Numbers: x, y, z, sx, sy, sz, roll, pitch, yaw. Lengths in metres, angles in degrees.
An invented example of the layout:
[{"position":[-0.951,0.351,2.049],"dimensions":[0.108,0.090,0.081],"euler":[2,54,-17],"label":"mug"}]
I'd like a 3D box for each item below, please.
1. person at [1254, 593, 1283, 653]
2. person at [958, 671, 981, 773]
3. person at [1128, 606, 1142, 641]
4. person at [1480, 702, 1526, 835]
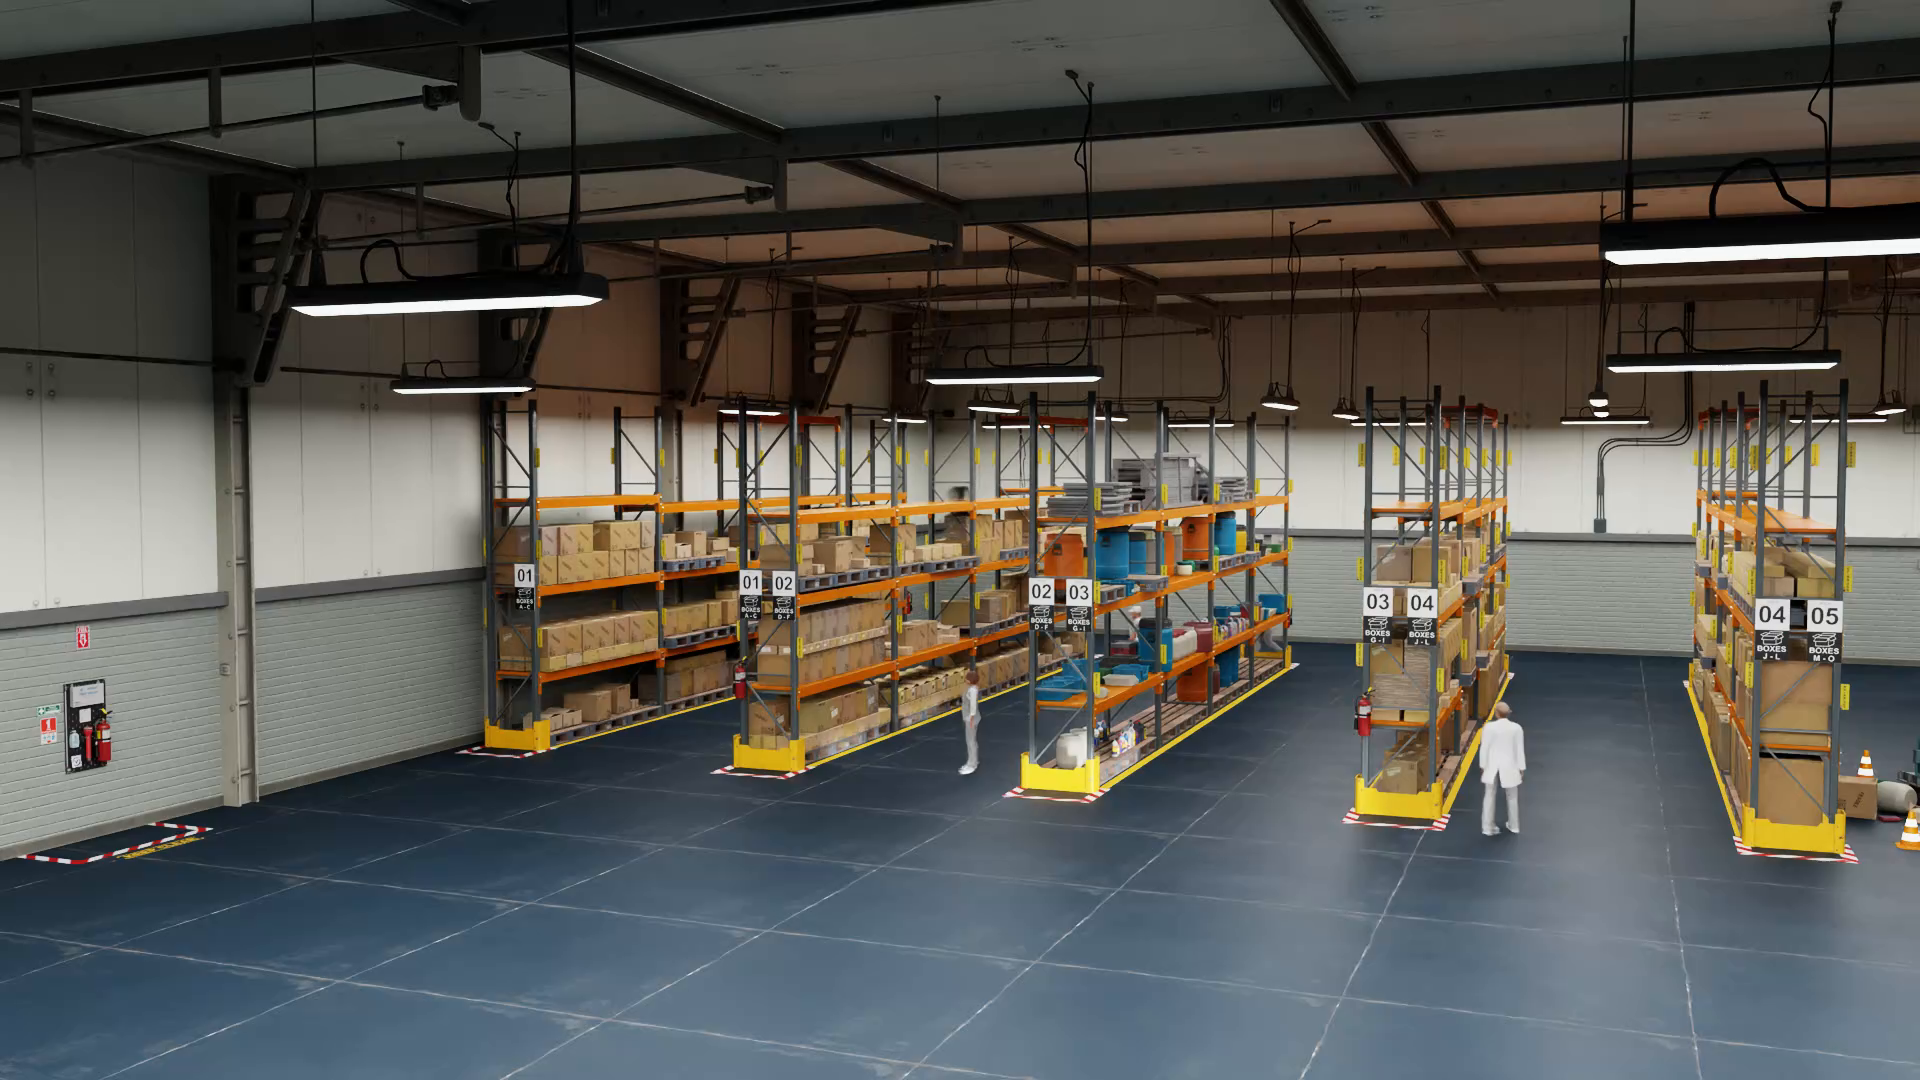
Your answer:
[{"position":[7.547,2.139,41.073],"dimensions":[0.901,1.663,0.513],"euler":[-1,3,-14],"label":"person"},{"position":[0.160,2.892,26.552],"dimensions":[0.347,1.615,0.452],"euler":[0,3,4],"label":"person"},{"position":[3.811,2.319,36.089],"dimensions":[0.400,1.797,0.556],"euler":[1,3,26],"label":"person"},{"position":[7.261,3.025,22.161],"dimensions":[0.572,1.778,0.644],"euler":[2,3,32],"label":"person"}]
